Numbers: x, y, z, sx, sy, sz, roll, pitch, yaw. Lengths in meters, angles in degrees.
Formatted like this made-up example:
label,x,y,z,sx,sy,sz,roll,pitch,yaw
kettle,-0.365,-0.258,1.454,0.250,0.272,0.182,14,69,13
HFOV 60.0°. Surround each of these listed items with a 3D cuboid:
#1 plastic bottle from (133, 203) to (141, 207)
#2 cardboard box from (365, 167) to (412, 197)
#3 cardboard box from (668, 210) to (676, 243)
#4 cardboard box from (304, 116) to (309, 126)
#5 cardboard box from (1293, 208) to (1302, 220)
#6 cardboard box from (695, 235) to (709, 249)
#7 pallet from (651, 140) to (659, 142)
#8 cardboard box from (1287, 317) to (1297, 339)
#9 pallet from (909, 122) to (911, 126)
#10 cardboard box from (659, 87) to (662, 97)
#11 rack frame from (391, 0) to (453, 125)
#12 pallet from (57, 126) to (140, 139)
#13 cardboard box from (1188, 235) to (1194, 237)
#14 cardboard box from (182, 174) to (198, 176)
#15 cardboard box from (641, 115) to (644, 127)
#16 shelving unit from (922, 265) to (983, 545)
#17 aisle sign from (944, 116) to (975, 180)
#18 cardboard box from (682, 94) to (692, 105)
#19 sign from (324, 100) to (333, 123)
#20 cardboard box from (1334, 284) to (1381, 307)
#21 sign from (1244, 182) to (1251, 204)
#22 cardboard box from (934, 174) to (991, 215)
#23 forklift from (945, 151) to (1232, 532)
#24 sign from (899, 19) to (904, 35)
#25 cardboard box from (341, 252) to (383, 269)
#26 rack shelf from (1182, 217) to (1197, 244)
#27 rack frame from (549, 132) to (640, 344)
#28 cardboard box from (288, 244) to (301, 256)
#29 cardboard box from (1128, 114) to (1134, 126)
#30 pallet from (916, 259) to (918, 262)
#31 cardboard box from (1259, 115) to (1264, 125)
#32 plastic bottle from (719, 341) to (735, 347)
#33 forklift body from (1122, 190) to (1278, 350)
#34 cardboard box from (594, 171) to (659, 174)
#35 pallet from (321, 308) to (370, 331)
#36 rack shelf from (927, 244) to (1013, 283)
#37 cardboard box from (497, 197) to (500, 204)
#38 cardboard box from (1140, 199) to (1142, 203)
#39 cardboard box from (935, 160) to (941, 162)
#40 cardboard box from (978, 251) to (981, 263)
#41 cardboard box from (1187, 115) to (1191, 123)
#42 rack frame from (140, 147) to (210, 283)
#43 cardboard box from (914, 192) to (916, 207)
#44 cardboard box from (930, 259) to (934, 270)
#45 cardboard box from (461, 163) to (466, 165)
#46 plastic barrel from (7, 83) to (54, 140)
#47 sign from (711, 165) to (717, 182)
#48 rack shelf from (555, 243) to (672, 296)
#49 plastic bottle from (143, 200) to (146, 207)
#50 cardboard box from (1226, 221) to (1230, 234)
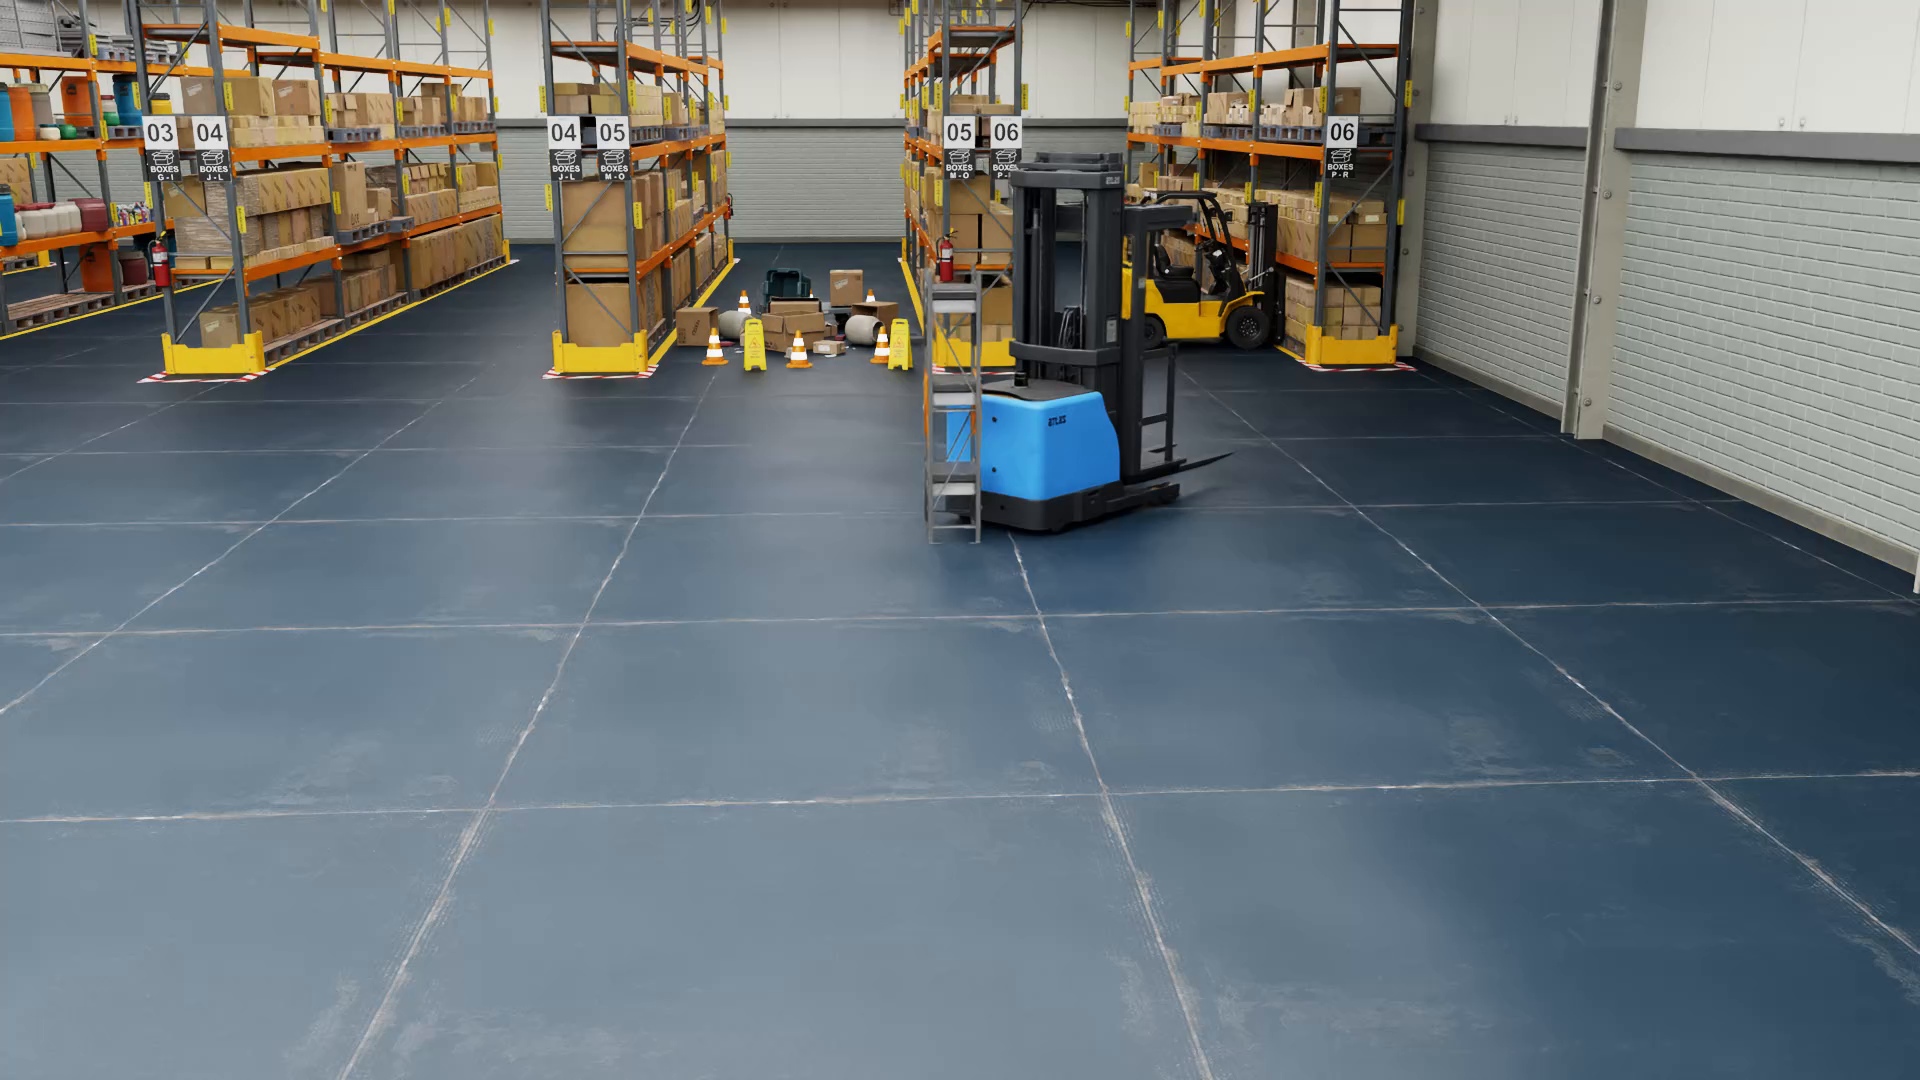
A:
label,x,y,z,sx,sy,sz,roll,pitch,yaw
plastic bottle,-15.629,-6.250,31.548,0.152,0.276,0.135,-1,14,-3
cardboard box,-10.137,-6.320,29.358,0.797,0.503,0.637,0,14,-2
cardboard box,-4.668,-4.844,25.633,0.500,0.500,0.500,-1,14,-3
cardboard box,-9.525,-5.977,23.719,0.380,0.149,0.250,-2,15,-6
cardboard box,4.863,-4.546,23.171,0.380,0.149,0.250,-1,14,-5
cardboard box,-5.082,-5.697,31.817,0.500,0.250,0.500,0,14,-1
pallet,-5.010,-6.248,25.655,0.805,0.209,1.217,-1,15,-6
cardboard box,4.866,-2.953,23.158,0.500,0.250,0.500,-1,14,-3
pallet,-0.505,-8.365,33.677,1.003,0.211,1.213,-1,14,-3
cardboard box,-4.563,-6.544,24.280,0.380,0.149,0.250,-1,14,-4
rack frame,-10.356,-9.504,31.907,1.000,3.000,0.127,-1,14,-3
pallet,-15.002,-7.081,28.885,1.003,0.211,1.213,-1,14,-3
cardboard box,4.799,-6.049,33.390,0.380,0.149,0.250,-1,15,-6
cardboard box,-9.930,-4.548,21.881,0.500,0.500,0.500,-1,14,-3
cardboard box,-4.420,-5.590,22.174,0.380,0.149,0.250,-1,14,-3
shelving unit,-0.061,-1.042,12.863,0.431,2.100,0.503,-1,14,-4
aisle sign,-0.007,-5.007,21.248,0.394,0.787,0.004,-1,14,-3
cardboard box,-4.933,-7.761,29.412,0.396,0.266,0.258,-1,14,-3
sign,-9.319,-6.323,24.523,0.100,0.325,0.005,-1,14,-3
cardboard box,5.391,-3.324,22.593,0.500,0.250,0.500,-1,14,-4
sign,4.443,-5.351,25.641,0.100,0.325,0.005,-1,14,-3
cardboard box,0.029,-4.568,21.956,0.700,0.500,0.500,-1,14,-5
forklift,1.239,-1.780,14.064,1.130,2.935,3.031,13,19,40
sign,-1.267,-11.174,36.204,0.100,0.325,0.005,-1,14,-3
cardboard box,-9.994,-4.672,27.793,0.500,0.250,0.500,1,14,3
rack shelf,4.613,-5.984,31.707,1.077,0.370,4.000,-1,14,-3
rack frame,-4.656,-3.666,21.255,1.000,3.000,0.127,-1,14,-3
cardboard box,-9.476,-4.065,23.312,0.380,0.149,0.250,-1,14,-3
cardboard box,3.996,-9.234,36.579,0.500,0.250,0.500,-1,14,-4
pallet,-0.513,-5.896,35.518,1.003,0.211,1.213,-1,14,-3
cardboard box,4.709,-6.306,24.958,0.380,0.149,0.250,-1,14,-2
plastic bottle,-3.372,-2.812,23.832,0.283,0.061,0.133,-6,16,-23
forklift body,3.294,-3.877,23.780,2.313,2.155,1.214,-1,14,-3
cardboard box,-4.915,-5.164,24.609,0.875,0.550,0.550,-1,14,-3
pallet,-9.910,-3.452,26.021,1.003,0.211,1.213,-1,14,-3
rack shelf,0.154,-3.917,23.672,1.077,0.370,4.000,-1,14,-3
cardboard box,-10.253,-7.389,36.227,0.380,0.149,0.250,-1,14,-2
cardboard box,4.054,-7.230,35.612,0.380,0.149,0.250,-1,14,-2
cardboard box,-0.253,-7.407,33.586,0.500,0.500,0.500,-1,14,-3
cardboard box,0.434,-3.796,22.265,0.380,0.149,0.250,-1,14,-3
cardboard box,4.421,-7.813,30.853,0.380,0.149,0.250,0,14,-2
rack frame,-15.300,-6.522,32.357,1.000,3.000,0.127,-1,14,-3
cardboard box,-0.589,-6.298,30.781,0.500,0.250,0.500,-1,14,-5
cardboard box,-0.255,-4.128,24.921,0.380,0.149,0.250,-1,14,-3
cardboard box,-10.813,-7.780,35.445,0.500,0.500,0.500,-1,14,-5
plastic barrel,-15.218,-7.016,27.247,0.600,0.901,0.600,0,14,0
sign,-4.846,-7.221,32.746,0.100,0.325,0.005,-1,14,-3
rack shelf,-4.780,-3.815,23.278,1.077,0.370,4.000,-1,14,-3
plastic bottle,-15.599,-6.396,31.964,0.144,0.351,0.185,-1,14,-3
cardboard box,4.655,-5.137,27.275,0.500,0.250,0.500,-1,14,-3
